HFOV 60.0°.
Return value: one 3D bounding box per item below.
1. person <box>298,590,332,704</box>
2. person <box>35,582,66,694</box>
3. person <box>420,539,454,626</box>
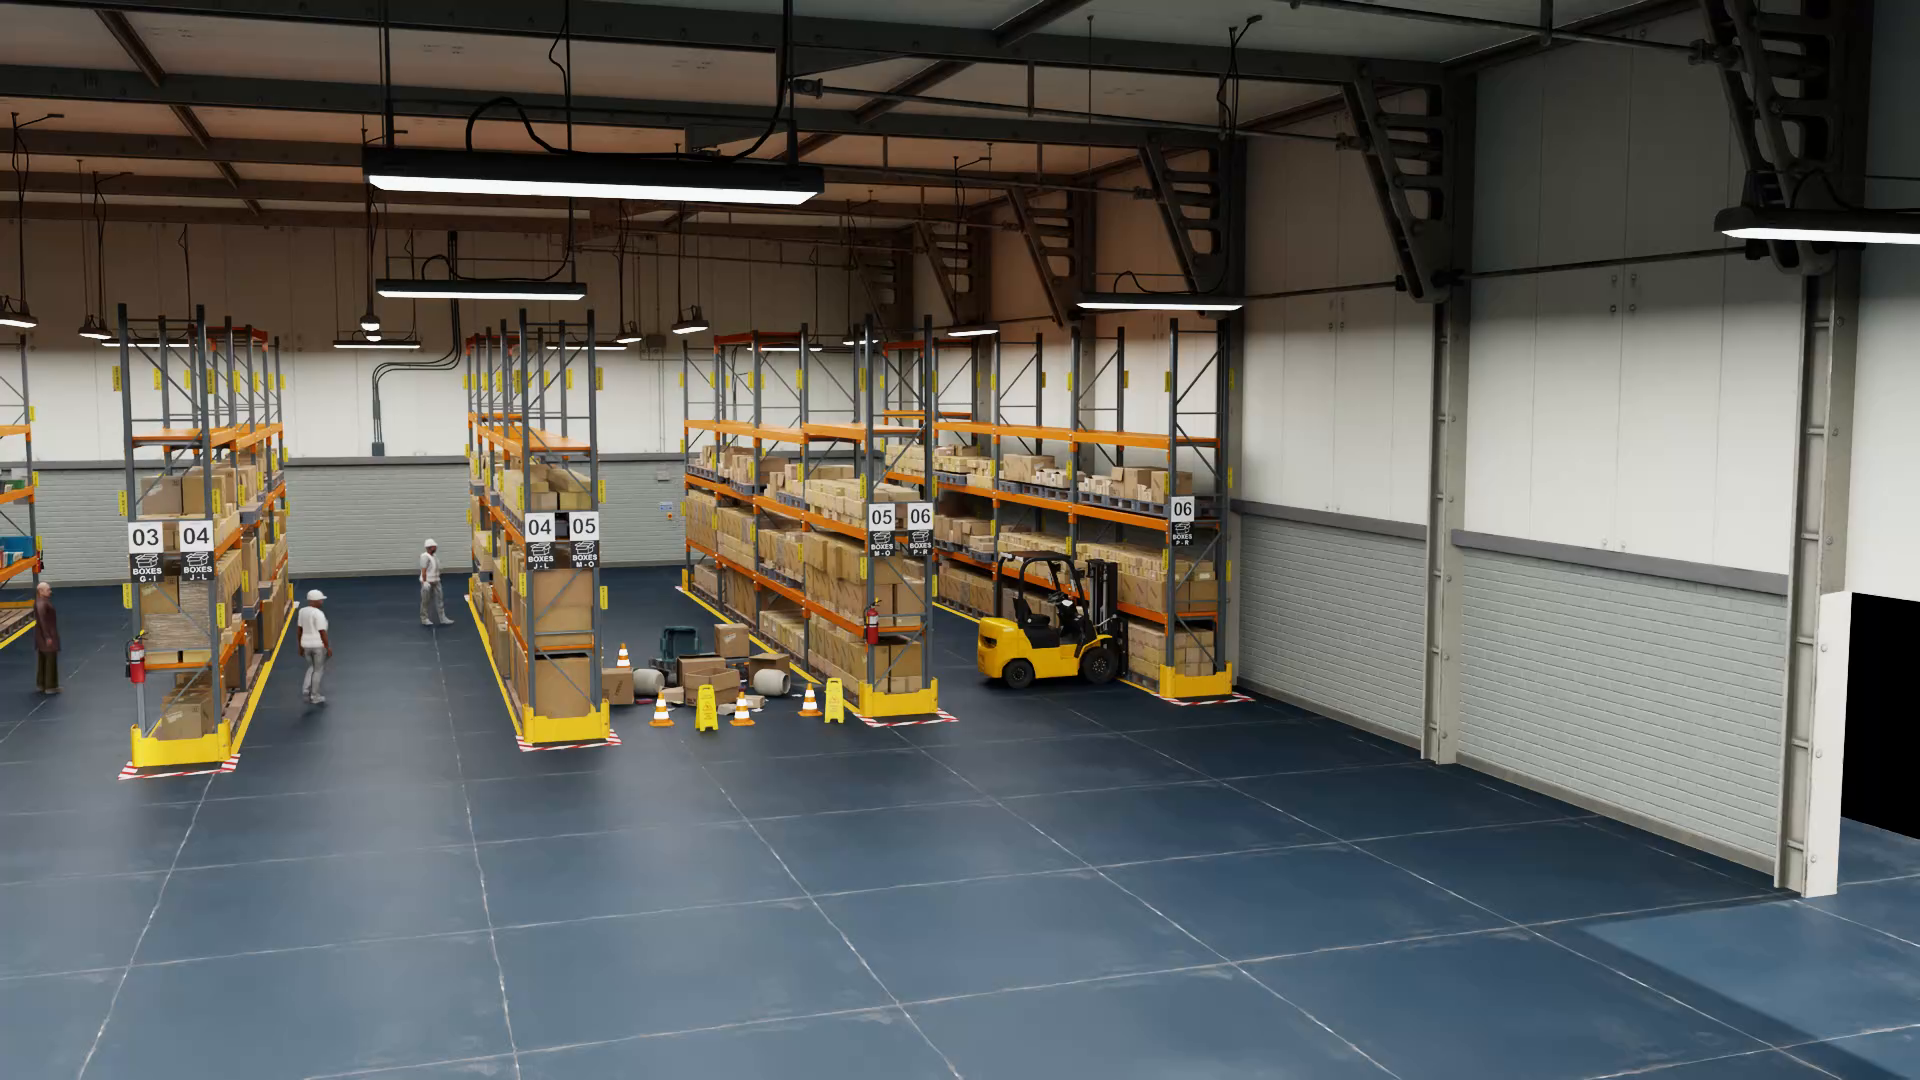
[{"bbox_3d":[-10.041,1.658,25.900,0.587,1.776,0.446,1,6,14],"label":"person"},{"bbox_3d":[-14.732,1.568,26.881,0.401,1.788,0.599,-5,8,-44],"label":"person"},{"bbox_3d":[-10.850,0.870,34.288,0.583,1.784,0.593,3,6,25],"label":"person"}]
